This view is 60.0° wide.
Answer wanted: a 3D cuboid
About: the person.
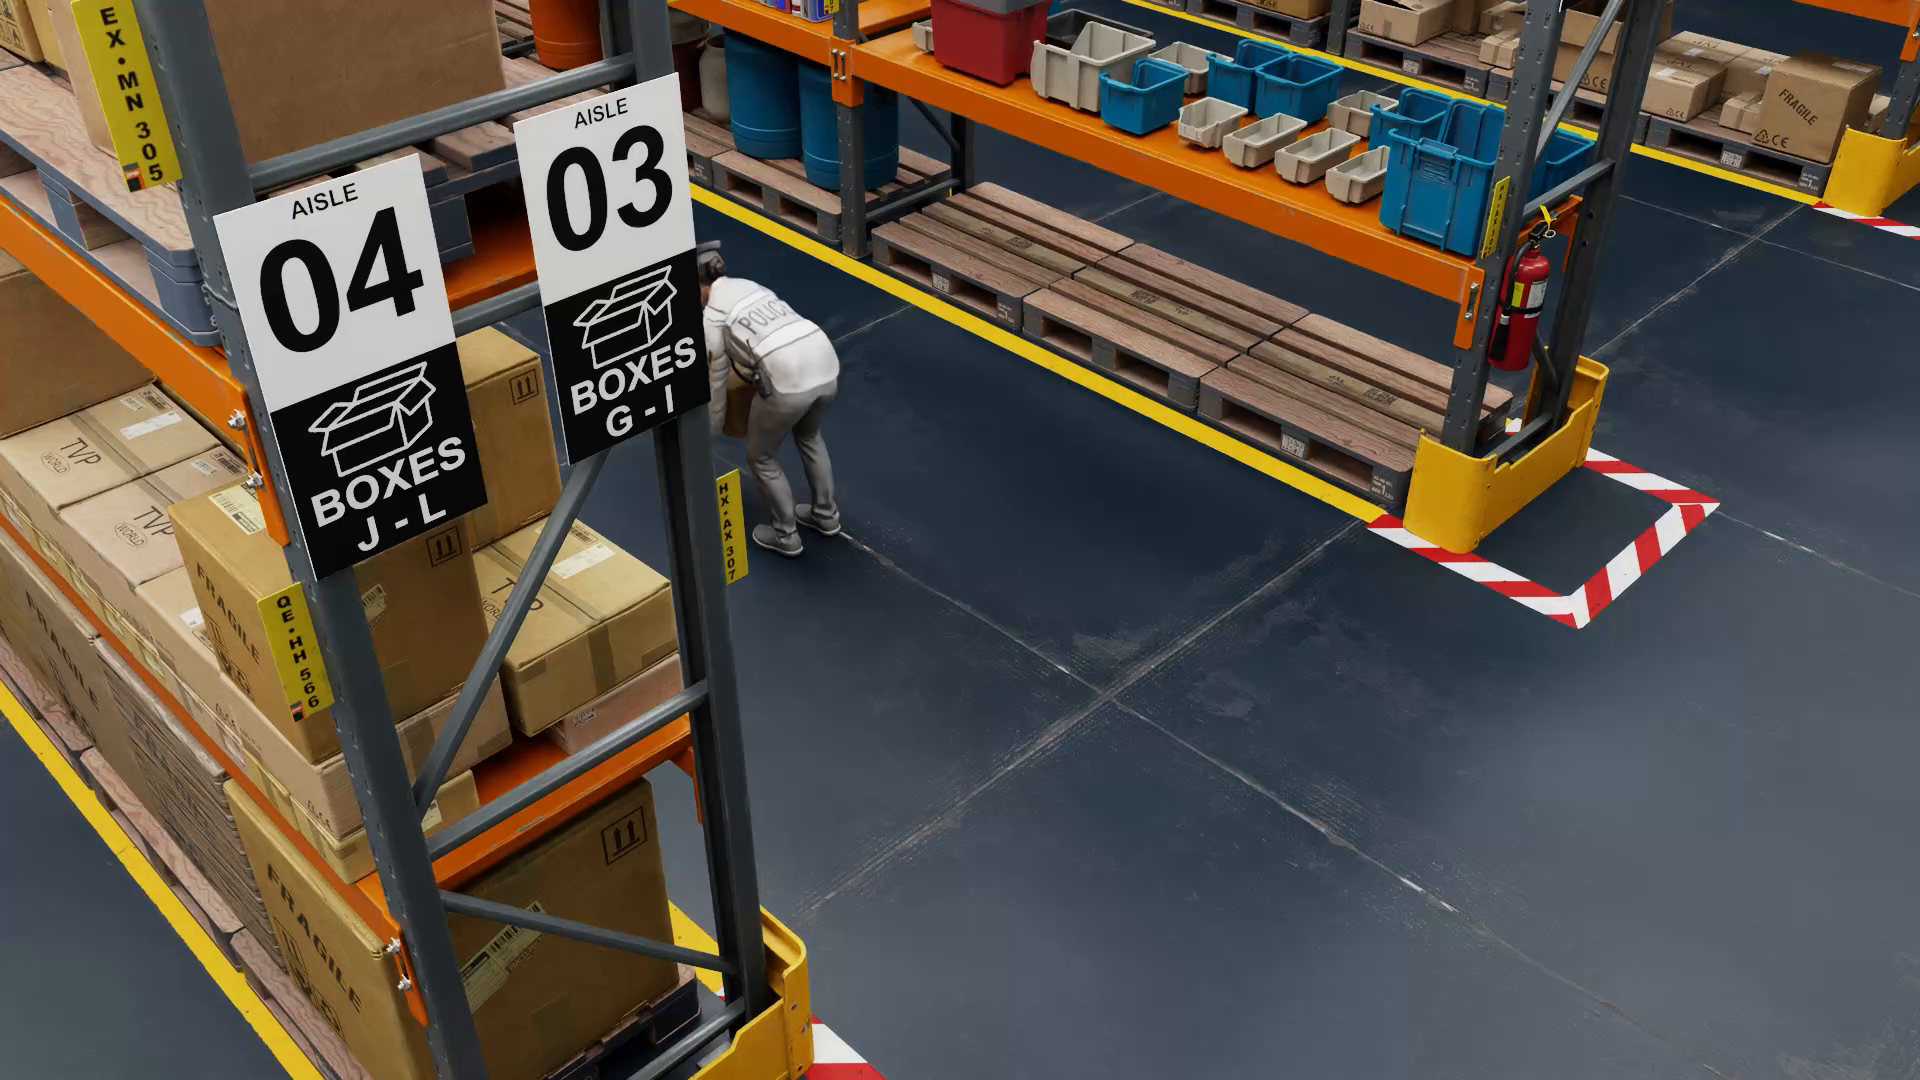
[{"bbox_3d":[-0.904,-0.637,7.346,0.887,1.306,0.410,29,45,34],"label":"person"}]
